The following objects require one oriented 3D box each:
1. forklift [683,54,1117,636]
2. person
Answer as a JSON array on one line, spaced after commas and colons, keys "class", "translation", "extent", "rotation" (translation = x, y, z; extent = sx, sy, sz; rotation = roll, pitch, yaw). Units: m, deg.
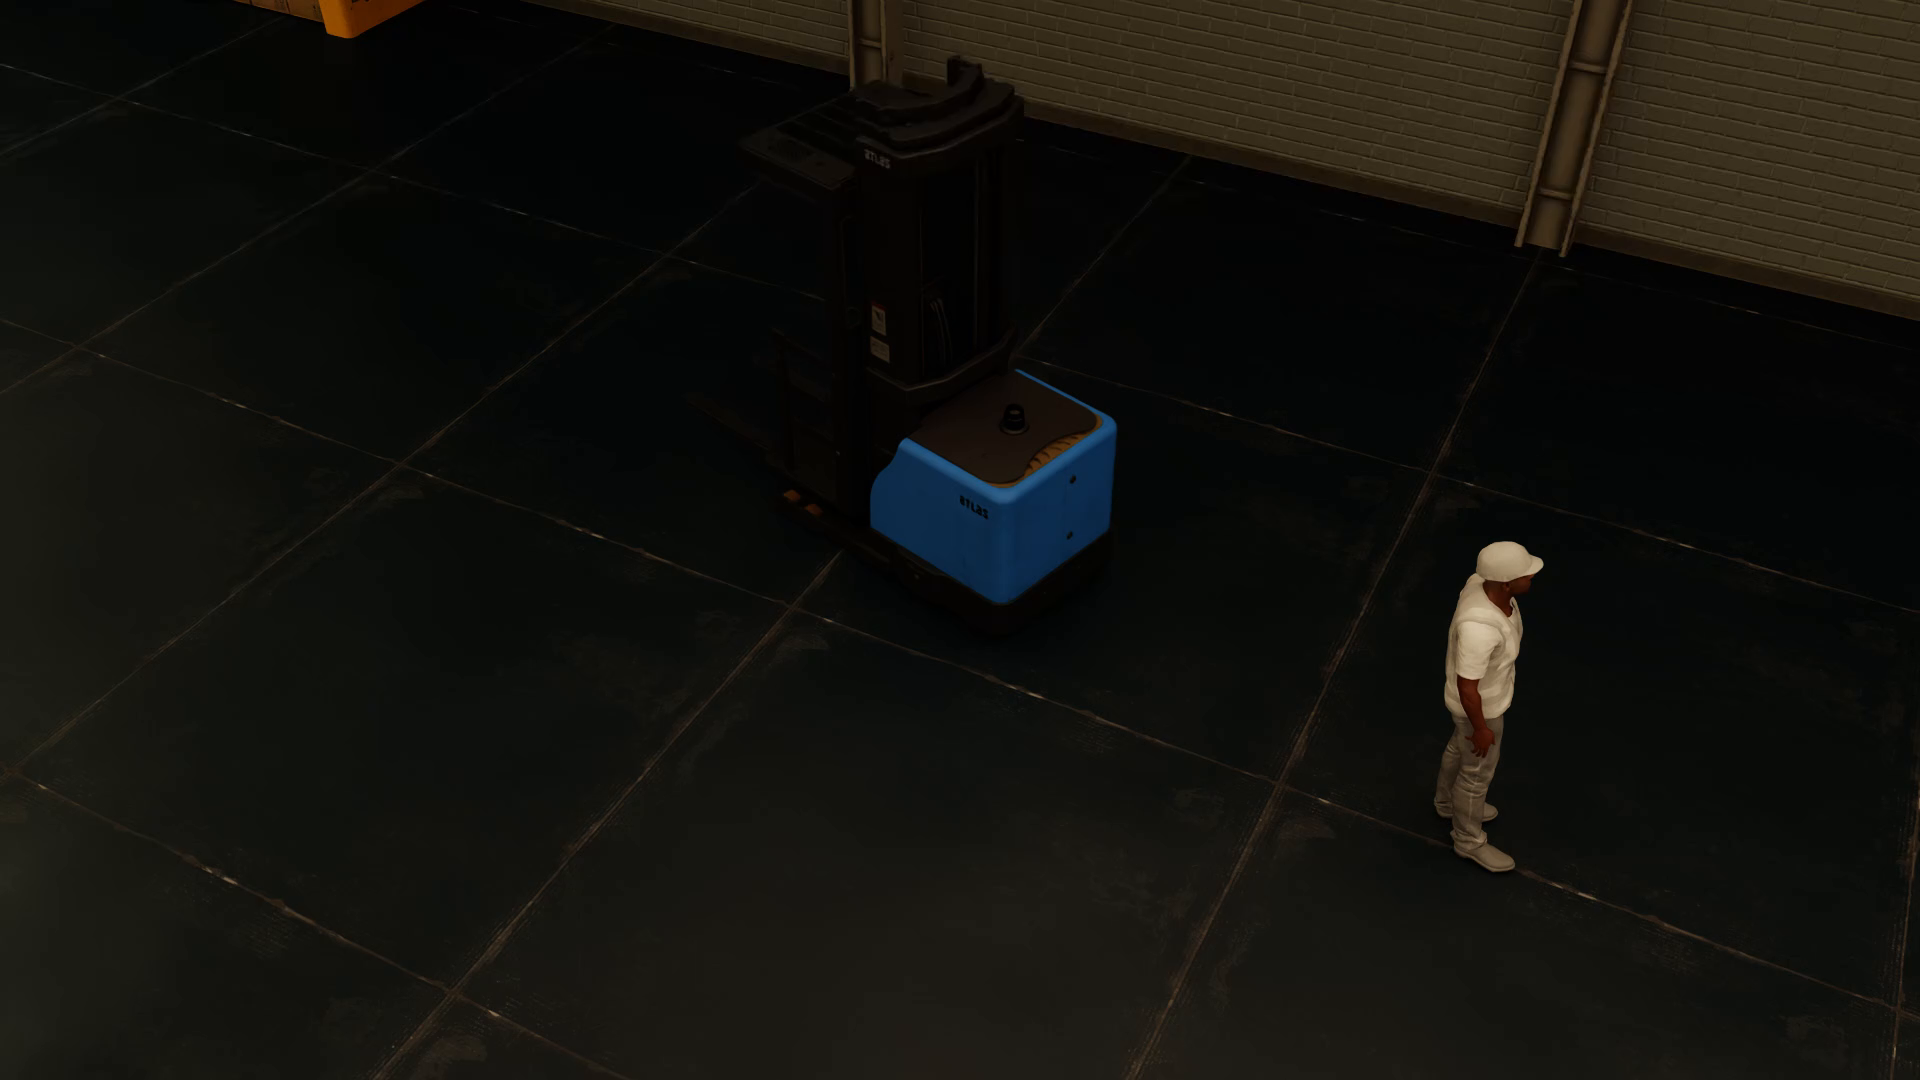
[{"class": "forklift", "translation": [-0.513, -1.402, 9.651], "extent": [3.031, 2.935, 1.130], "rotation": [31, 49, 31]}, {"class": "person", "translation": [2.575, 0.751, 7.988], "extent": [0.575, 1.768, 0.665], "rotation": [13, 42, 14]}]
